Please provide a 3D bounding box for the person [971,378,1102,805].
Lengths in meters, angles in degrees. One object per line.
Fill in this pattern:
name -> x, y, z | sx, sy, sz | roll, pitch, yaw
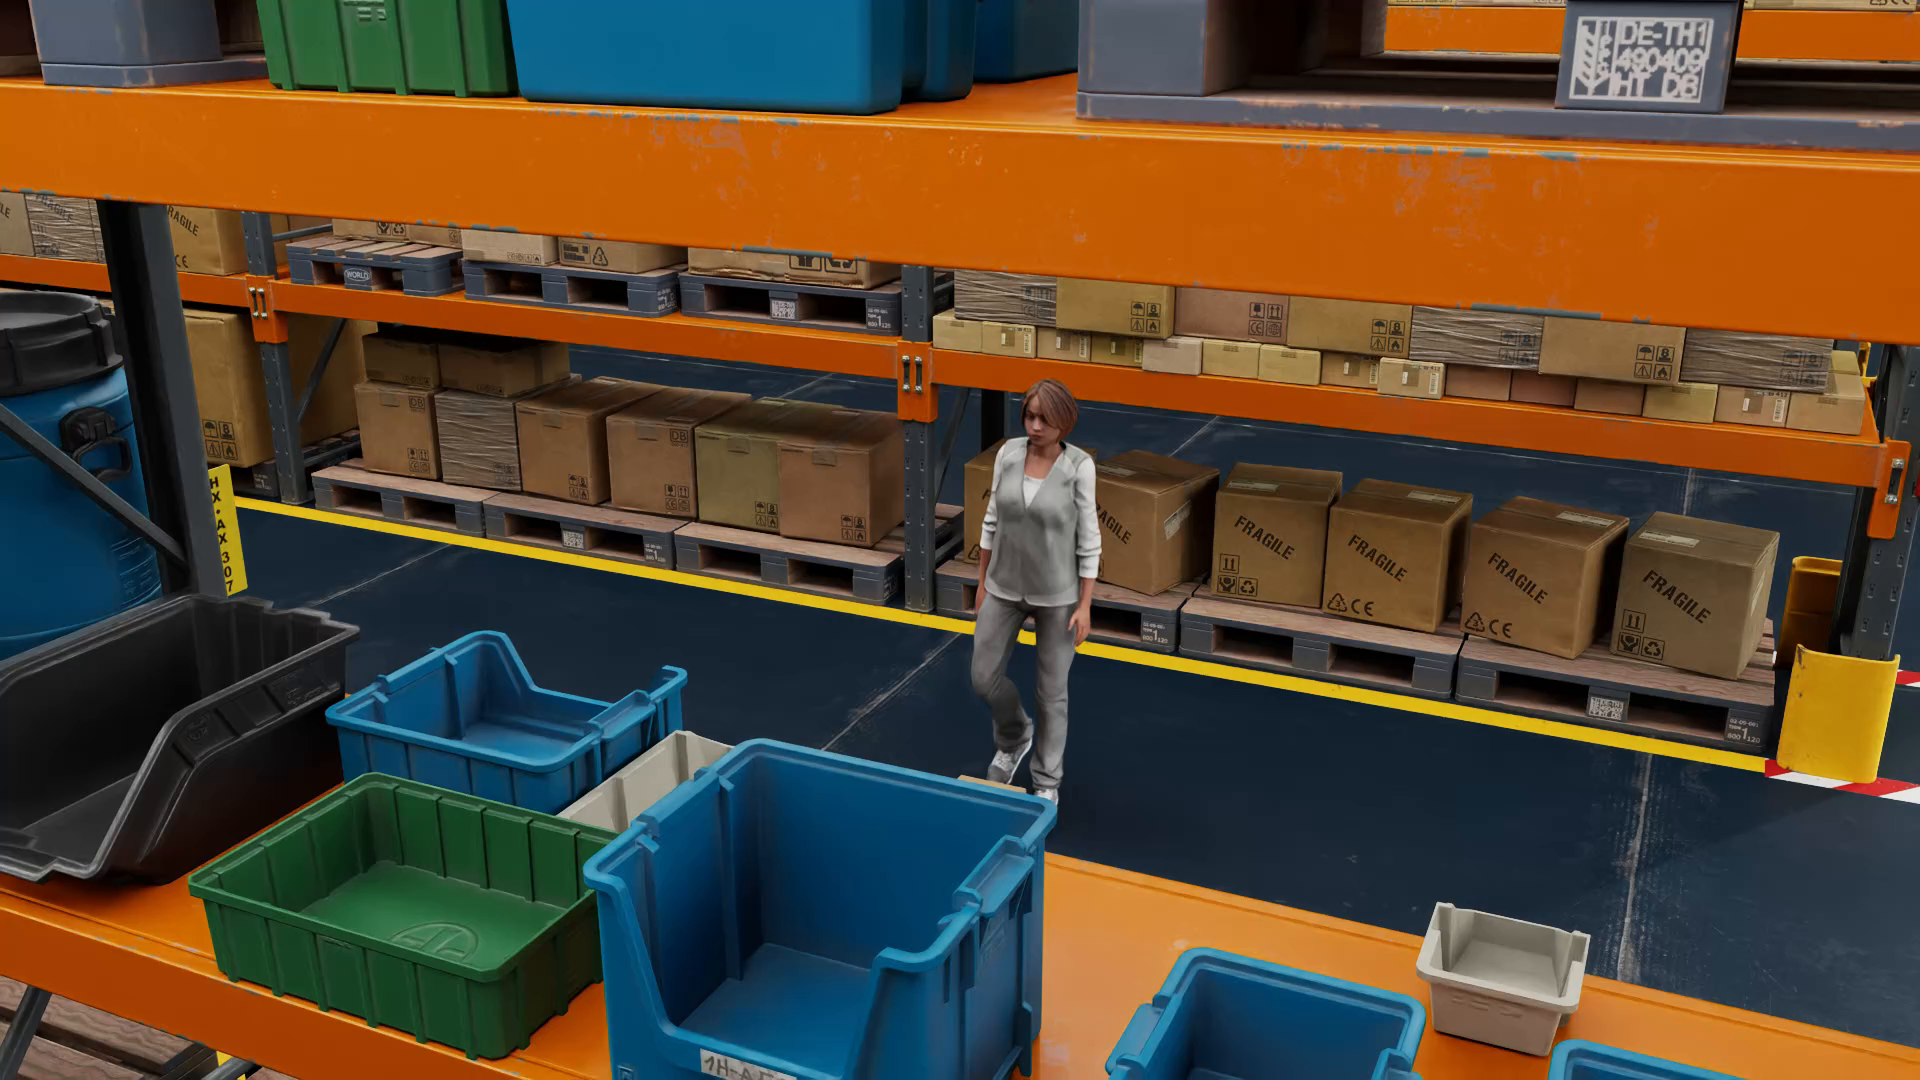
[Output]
person -> -8.695, -3.360, 9.500 | 20.354, 5.997, 23.789 | 6, 20, 17
